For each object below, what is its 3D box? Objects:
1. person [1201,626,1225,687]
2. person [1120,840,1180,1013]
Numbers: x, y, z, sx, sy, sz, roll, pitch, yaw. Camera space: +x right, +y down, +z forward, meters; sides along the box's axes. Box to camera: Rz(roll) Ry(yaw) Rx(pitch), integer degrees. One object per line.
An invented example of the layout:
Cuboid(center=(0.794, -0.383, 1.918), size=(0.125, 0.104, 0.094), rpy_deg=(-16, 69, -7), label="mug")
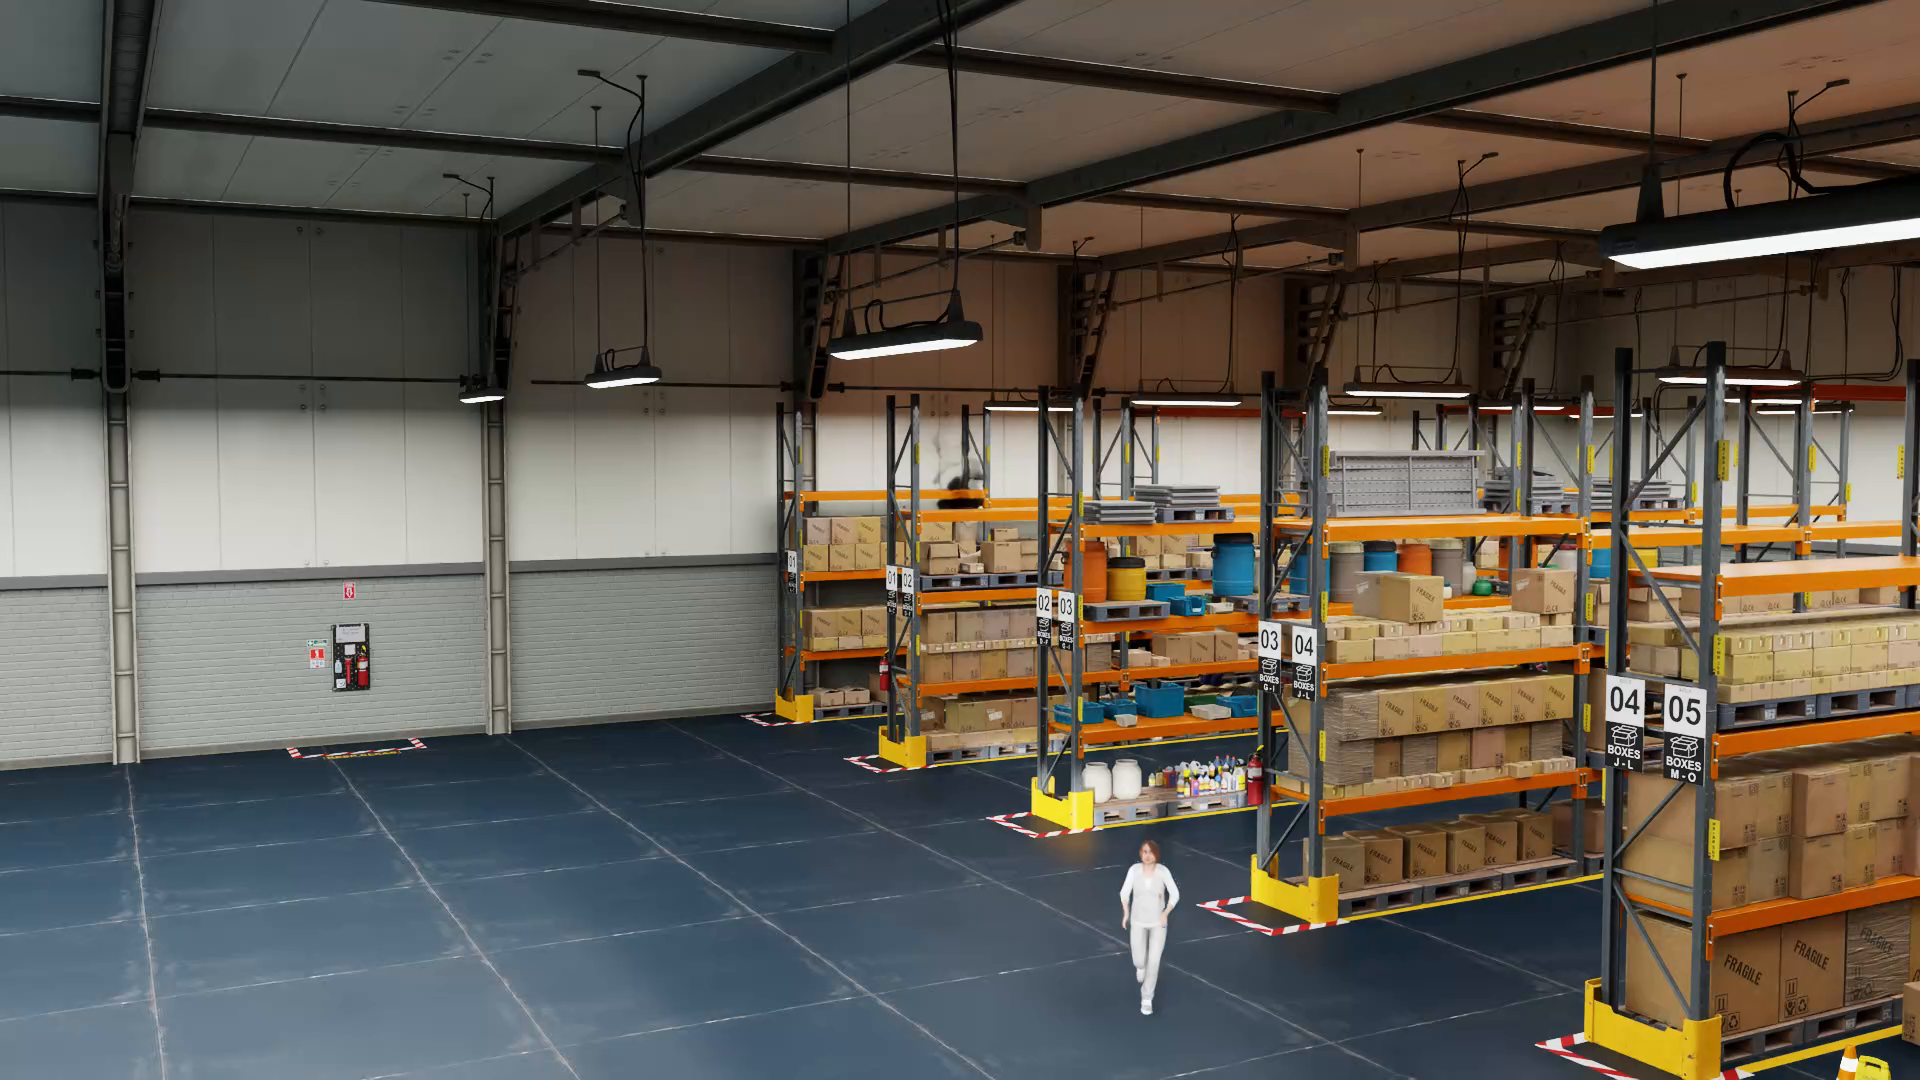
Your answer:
Cuboid(center=(5.046, 2.517, 32.930), size=(0.549, 1.596, 0.607), rpy_deg=(-3, 4, -39), label="person")
Cuboid(center=(1.747, 3.531, 15.347), size=(0.541, 1.557, 0.552), rpy_deg=(1, 3, 11), label="person")
